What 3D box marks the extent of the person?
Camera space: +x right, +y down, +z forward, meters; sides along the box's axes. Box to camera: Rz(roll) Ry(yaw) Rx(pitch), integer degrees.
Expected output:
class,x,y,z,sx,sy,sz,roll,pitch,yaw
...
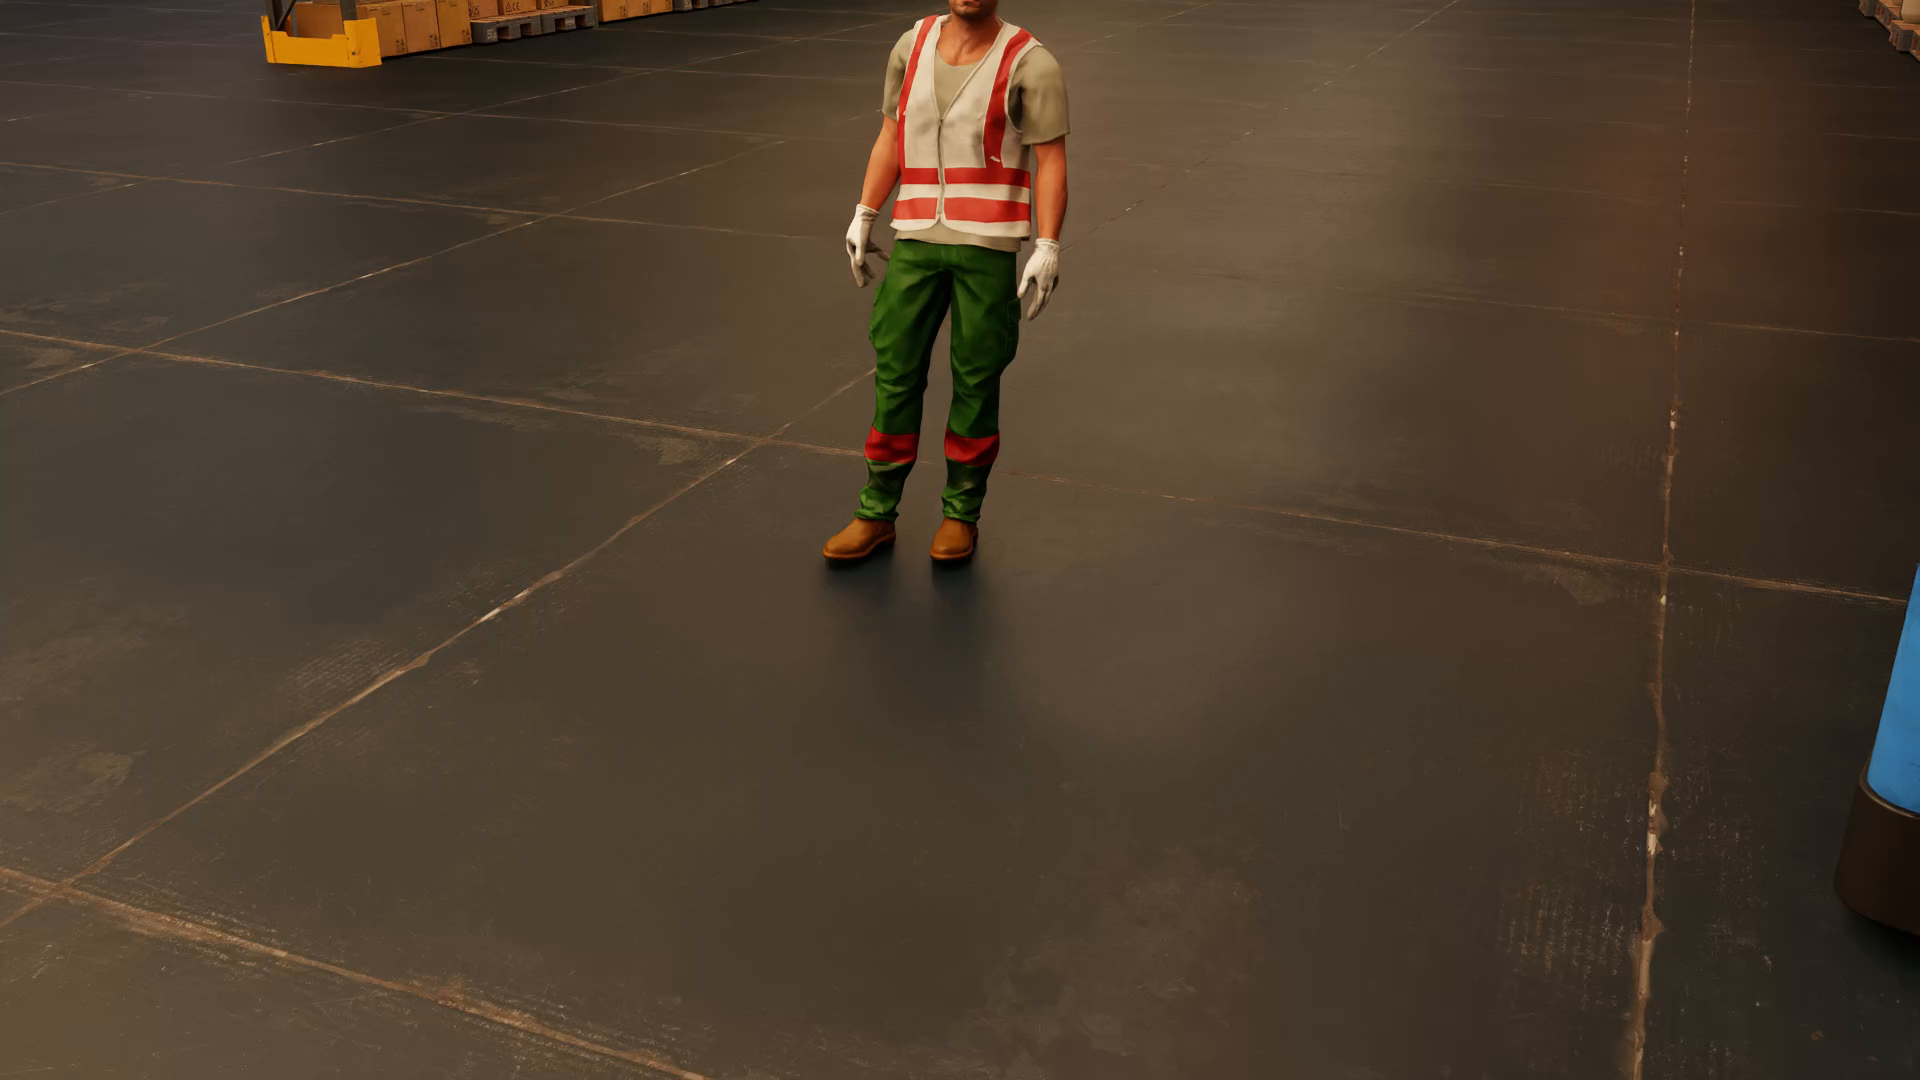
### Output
class,x,y,z,sx,sy,sz,roll,pitch,yaw
person,-0.042,-0.805,4.680,0.637,1.790,0.562,9,24,21

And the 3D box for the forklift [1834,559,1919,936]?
class,x,y,z,sx,sy,sz,roll,pitch,yaw
forklift,3.192,-0.387,2.218,3.031,2.935,1.130,16,28,34
